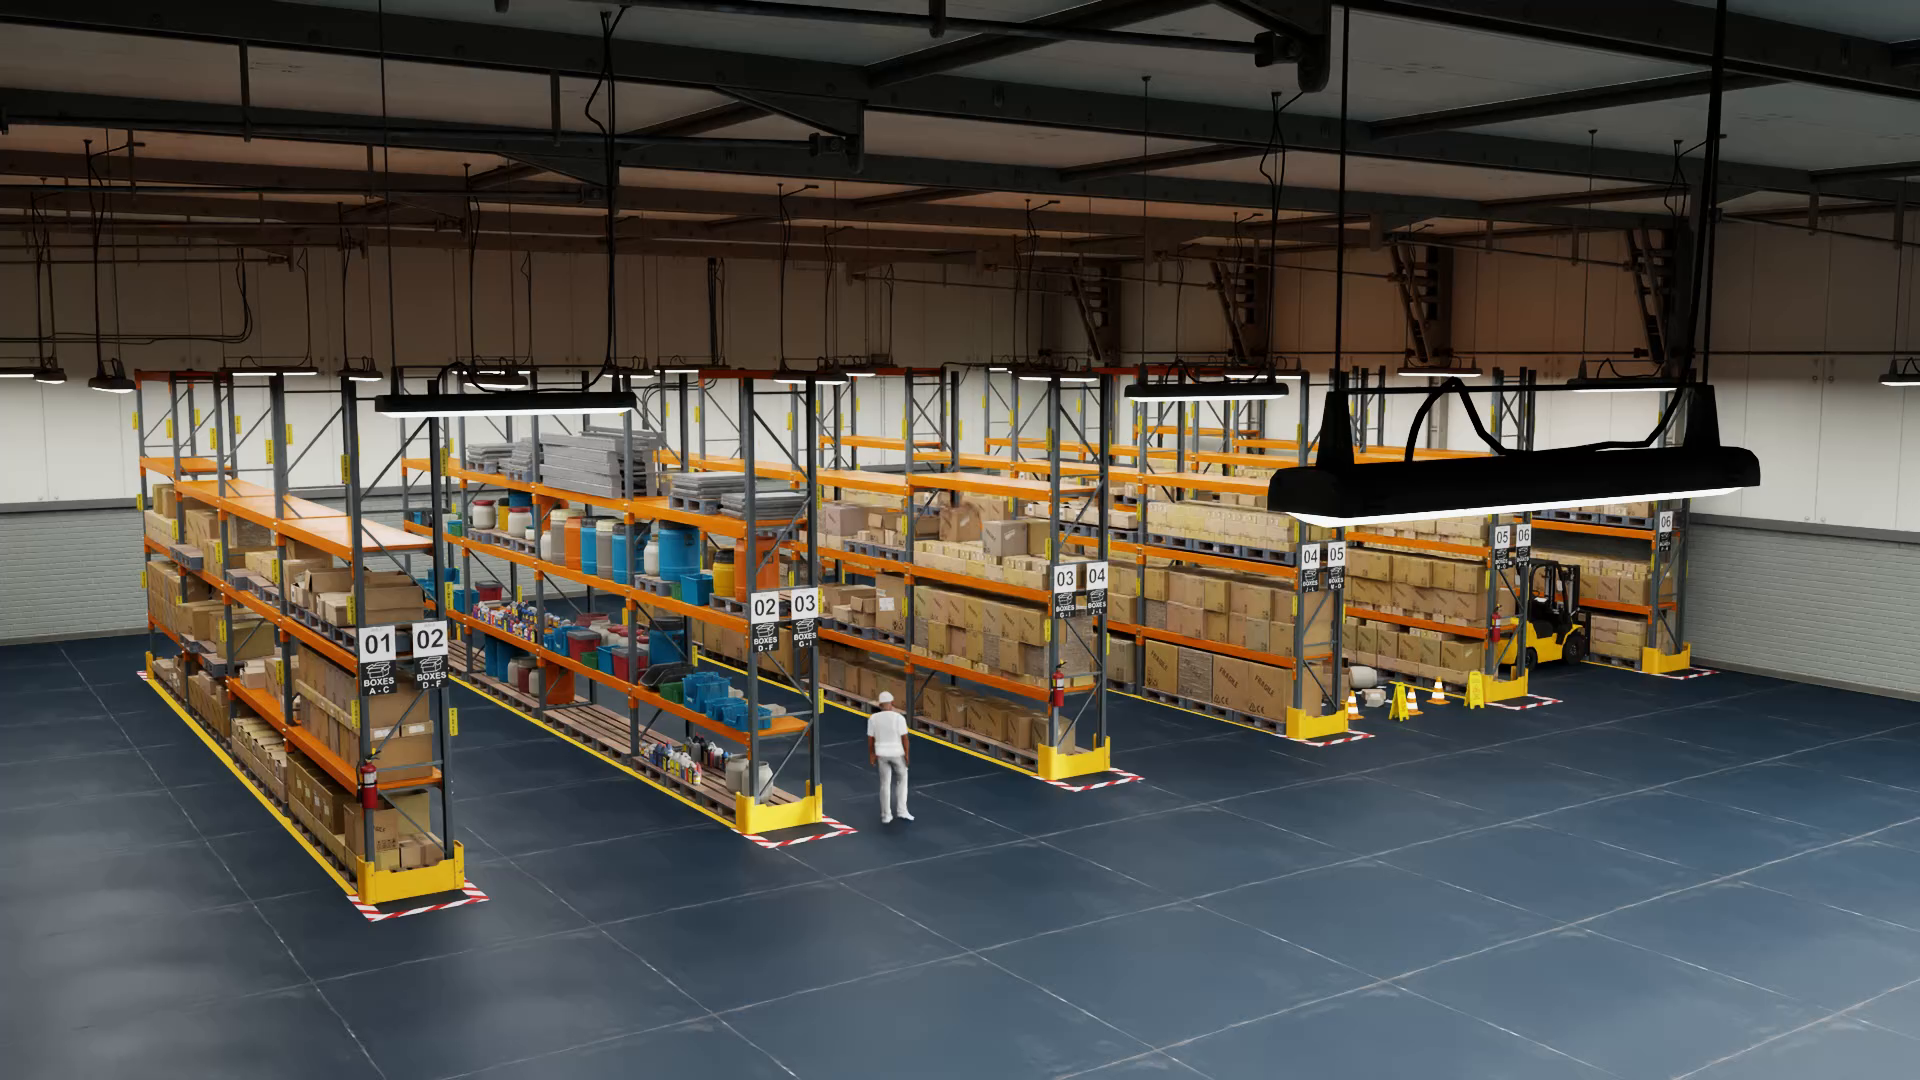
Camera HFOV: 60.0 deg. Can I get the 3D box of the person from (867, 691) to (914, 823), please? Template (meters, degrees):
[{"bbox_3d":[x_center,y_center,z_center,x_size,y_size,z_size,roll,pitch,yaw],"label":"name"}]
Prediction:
[{"bbox_3d":[-0.968,2.951,22.465,0.615,1.812,0.563,1,7,12],"label":"person"}]
